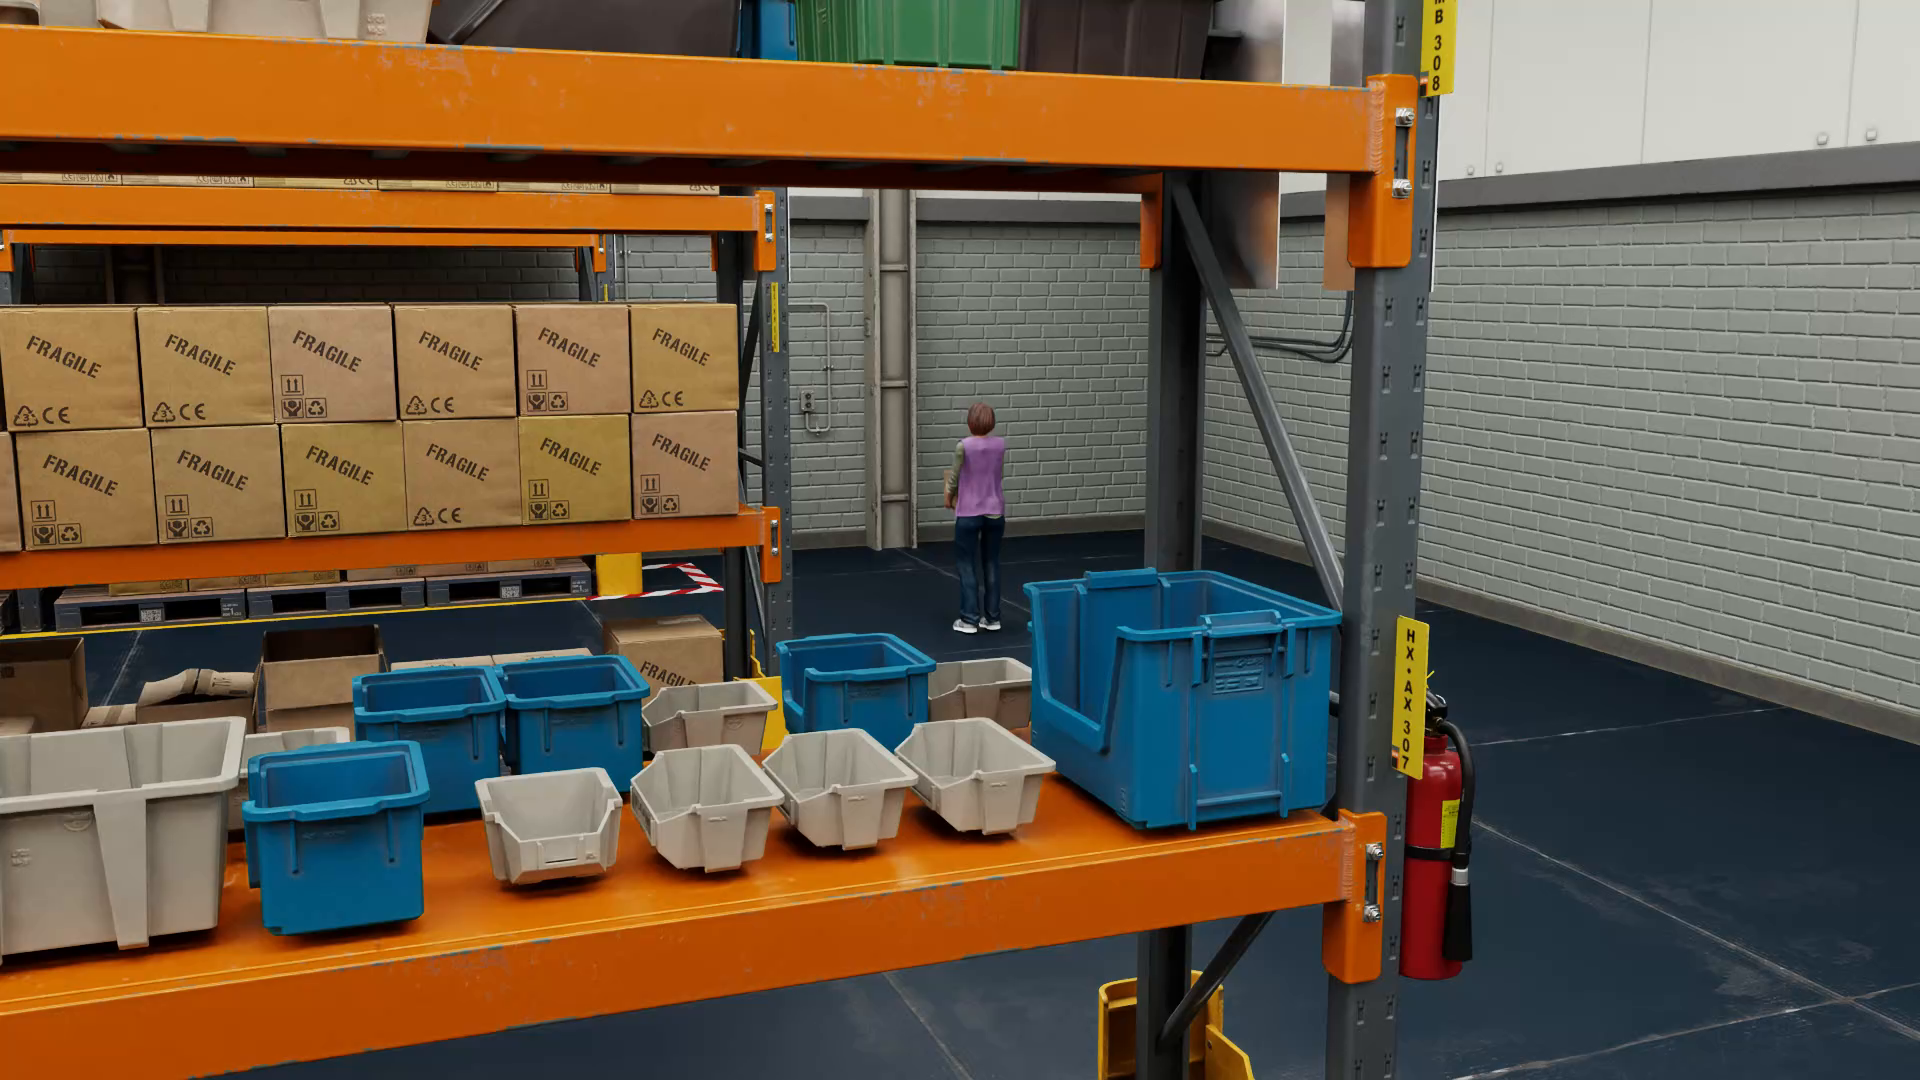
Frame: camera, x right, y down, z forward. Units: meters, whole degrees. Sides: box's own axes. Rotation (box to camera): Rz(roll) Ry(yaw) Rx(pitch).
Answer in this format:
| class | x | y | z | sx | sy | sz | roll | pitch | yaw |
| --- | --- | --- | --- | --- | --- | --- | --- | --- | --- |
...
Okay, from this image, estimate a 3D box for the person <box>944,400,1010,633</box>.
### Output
| class | x | y | z | sx | sy | sz | roll | pitch | yaw |
| --- | --- | --- | --- | --- | --- | --- | --- | --- | --- |
| person | 0.120 | -0.156 | 11.376 | 0.480 | 1.593 | 0.344 | -4 | 10 | -23 |
